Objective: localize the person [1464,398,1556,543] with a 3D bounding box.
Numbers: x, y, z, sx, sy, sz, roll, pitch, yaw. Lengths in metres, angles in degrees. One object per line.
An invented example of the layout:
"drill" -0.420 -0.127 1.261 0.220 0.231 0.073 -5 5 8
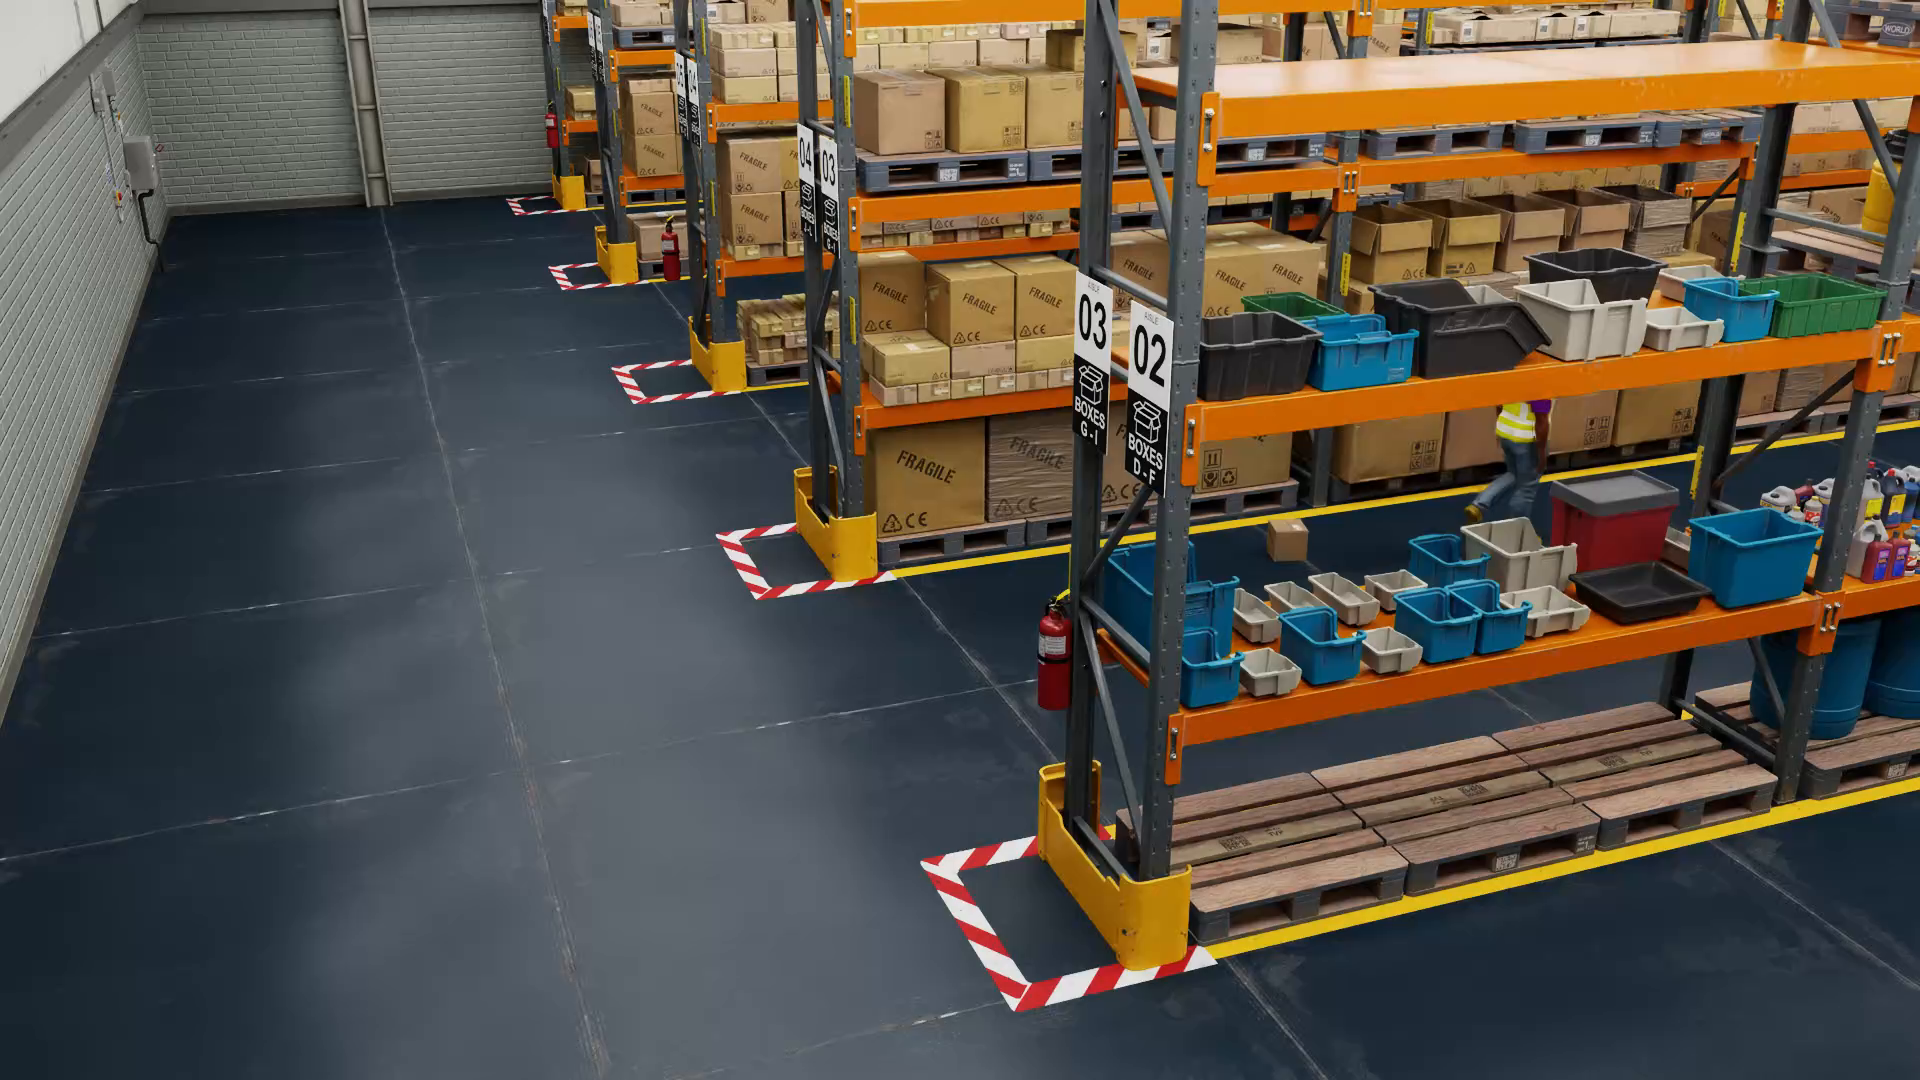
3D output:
"person" 4.225 -0.774 12.623 0.582 1.760 0.581 -7 23 -15
